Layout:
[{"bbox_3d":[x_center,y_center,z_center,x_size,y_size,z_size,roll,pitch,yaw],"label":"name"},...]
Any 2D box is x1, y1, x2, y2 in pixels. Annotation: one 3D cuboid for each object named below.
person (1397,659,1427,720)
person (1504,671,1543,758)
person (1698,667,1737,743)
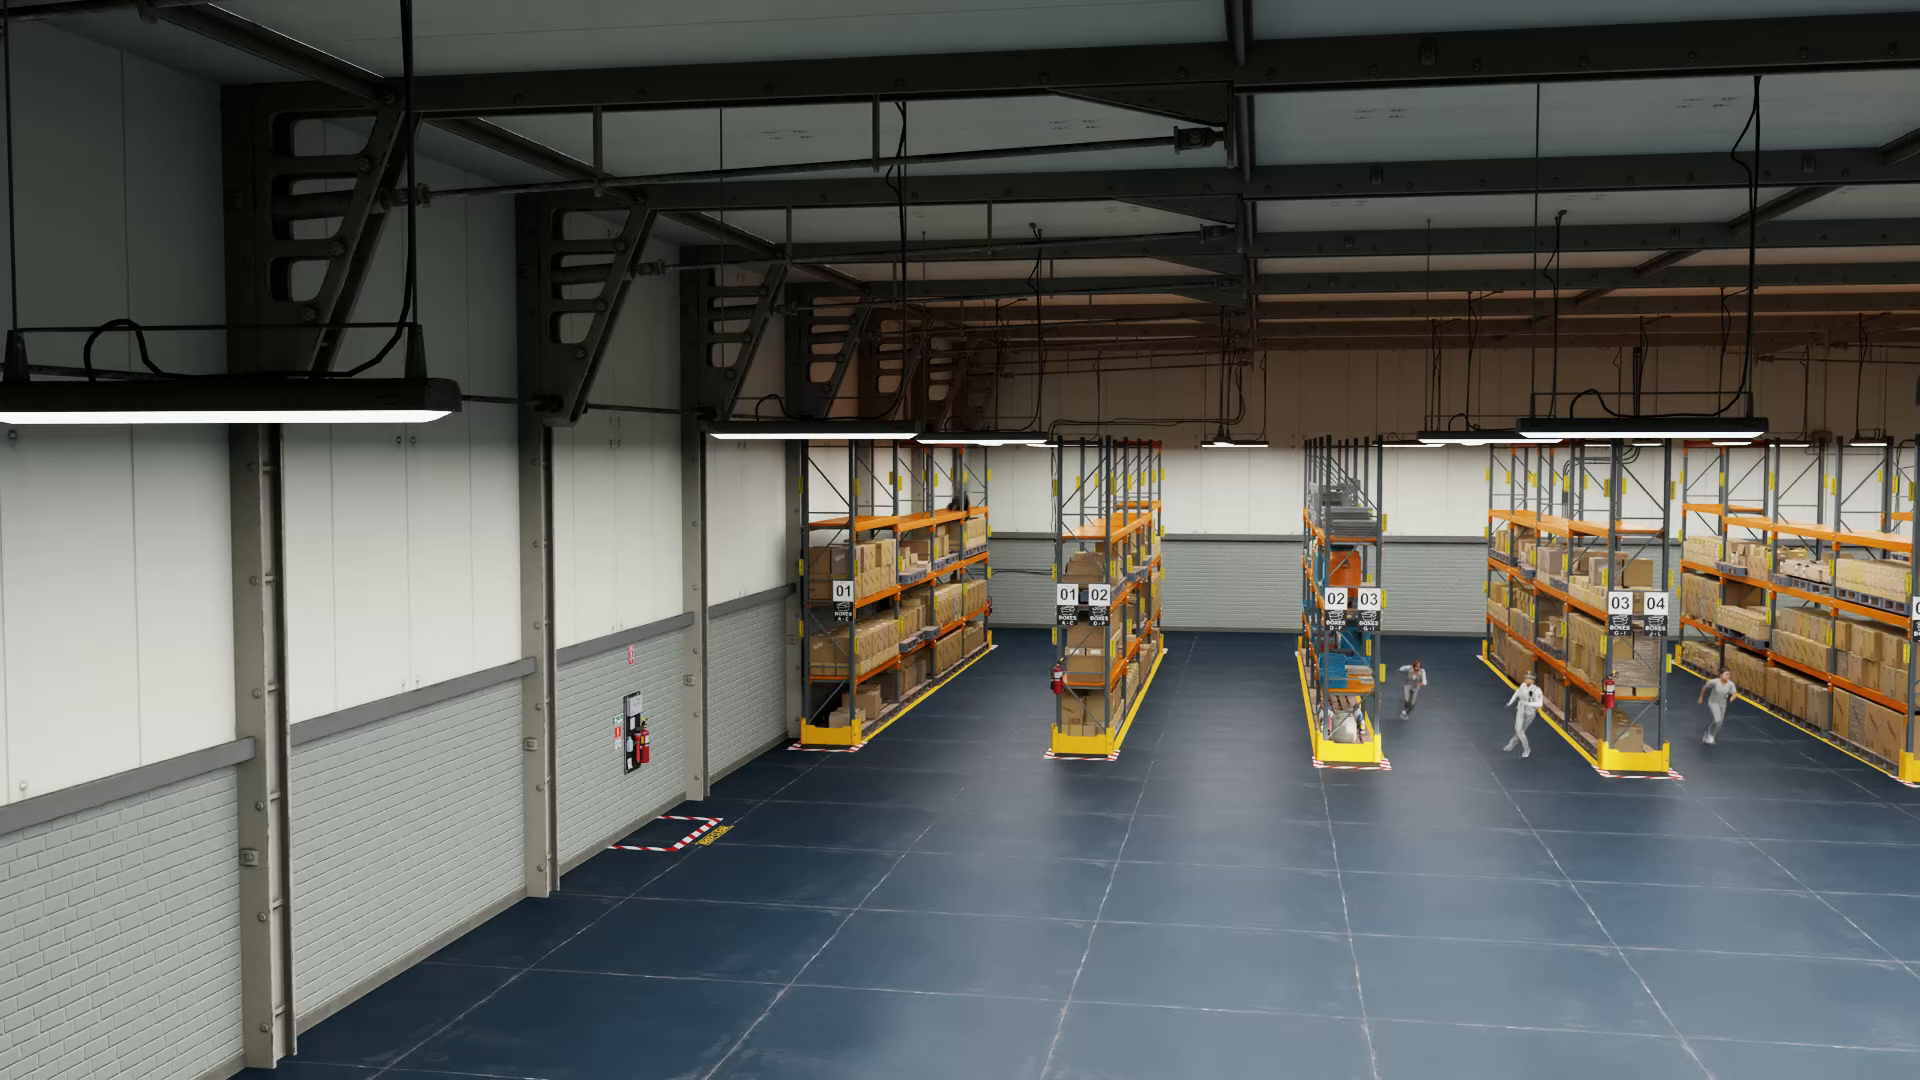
[{"bbox_3d":[9.484,3.151,34.867,0.542,1.346,0.926,0,3,7],"label":"person"},{"bbox_3d":[10.530,3.228,31.073,0.760,1.623,0.668,2,4,31],"label":"person"},{"bbox_3d":[14.647,3.205,32.117,0.543,1.533,0.901,0,3,-4],"label":"person"}]
